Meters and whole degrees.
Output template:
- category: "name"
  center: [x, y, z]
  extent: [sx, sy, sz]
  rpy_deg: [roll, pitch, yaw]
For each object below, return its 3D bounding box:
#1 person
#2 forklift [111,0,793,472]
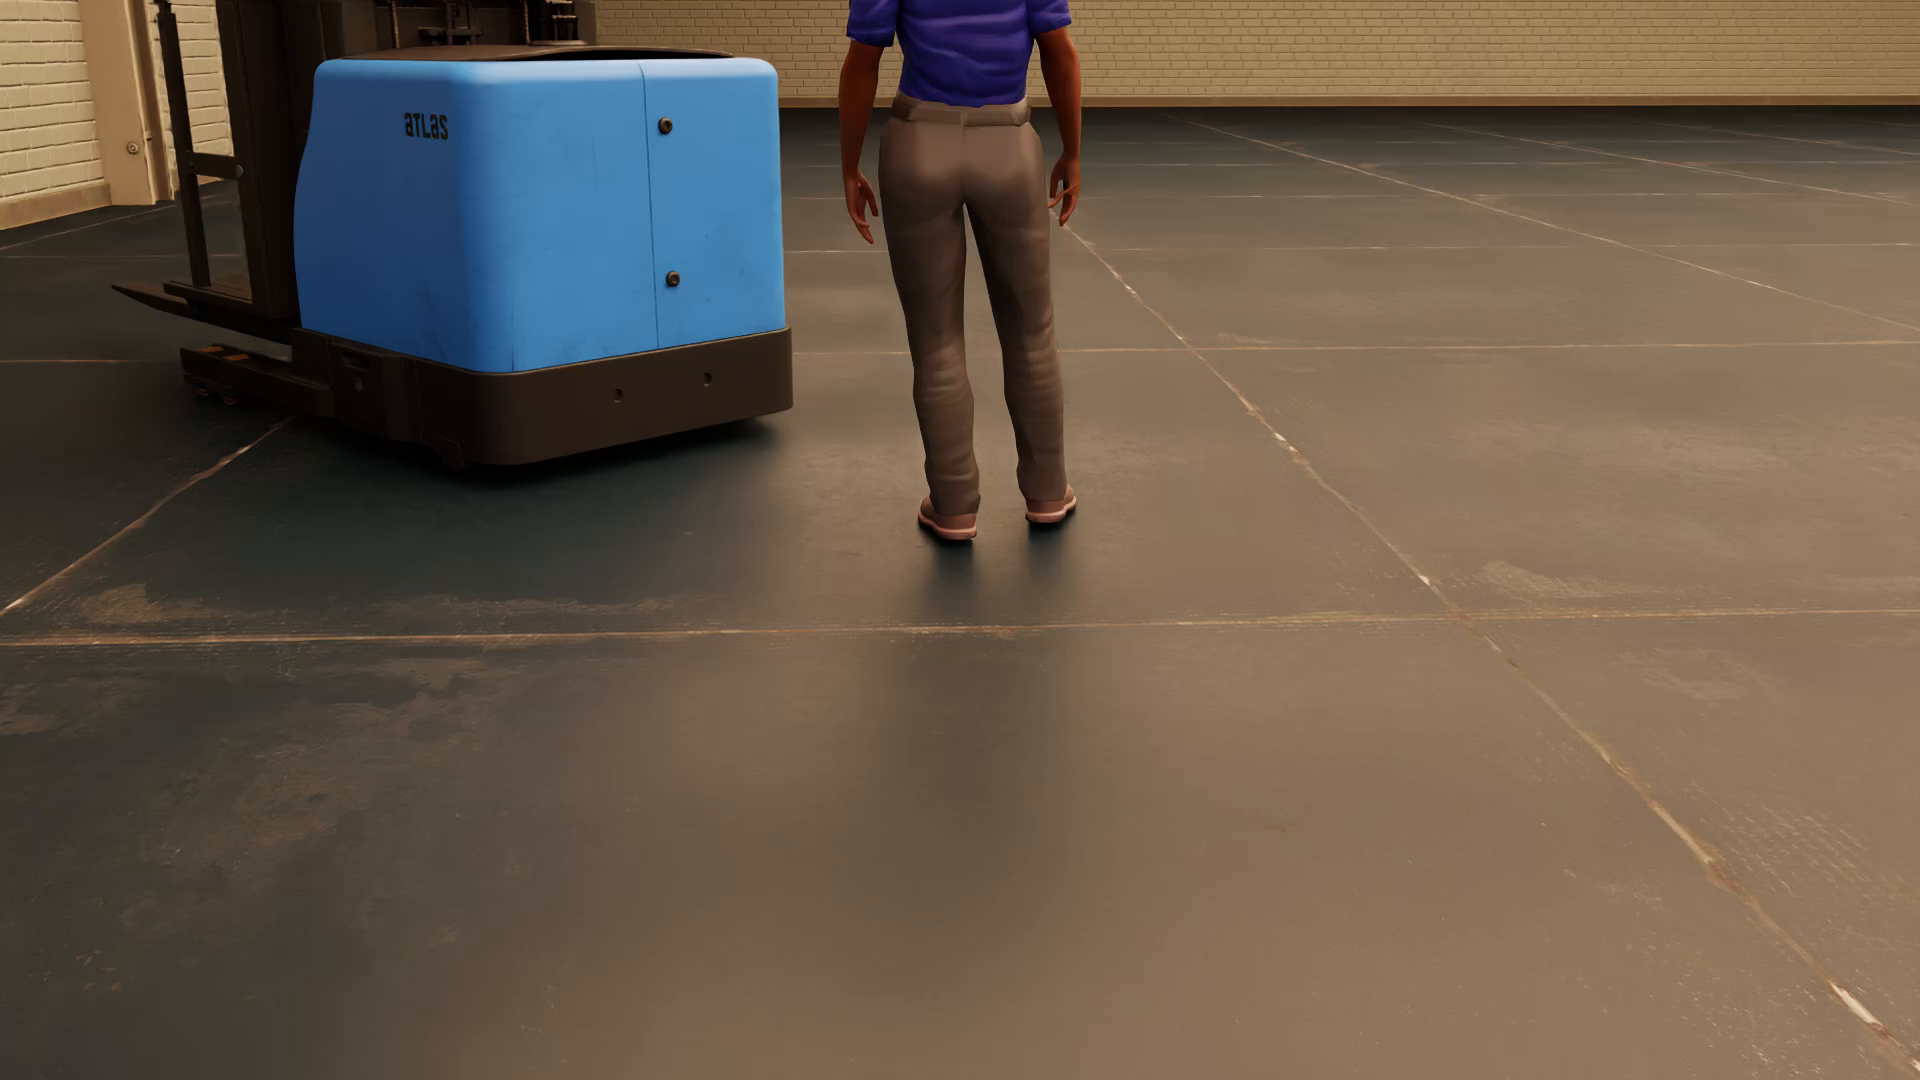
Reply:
- category: "person"
  center: [0.015, -0.824, 3.759]
  extent: [0.569, 1.656, 0.503]
  rpy_deg: [-1, 17, -3]
- category: "forklift"
  center: [-1.913, -1.928, 5.212]
  extent: [3.031, 2.935, 1.130]
  rpy_deg: [16, 23, 41]
